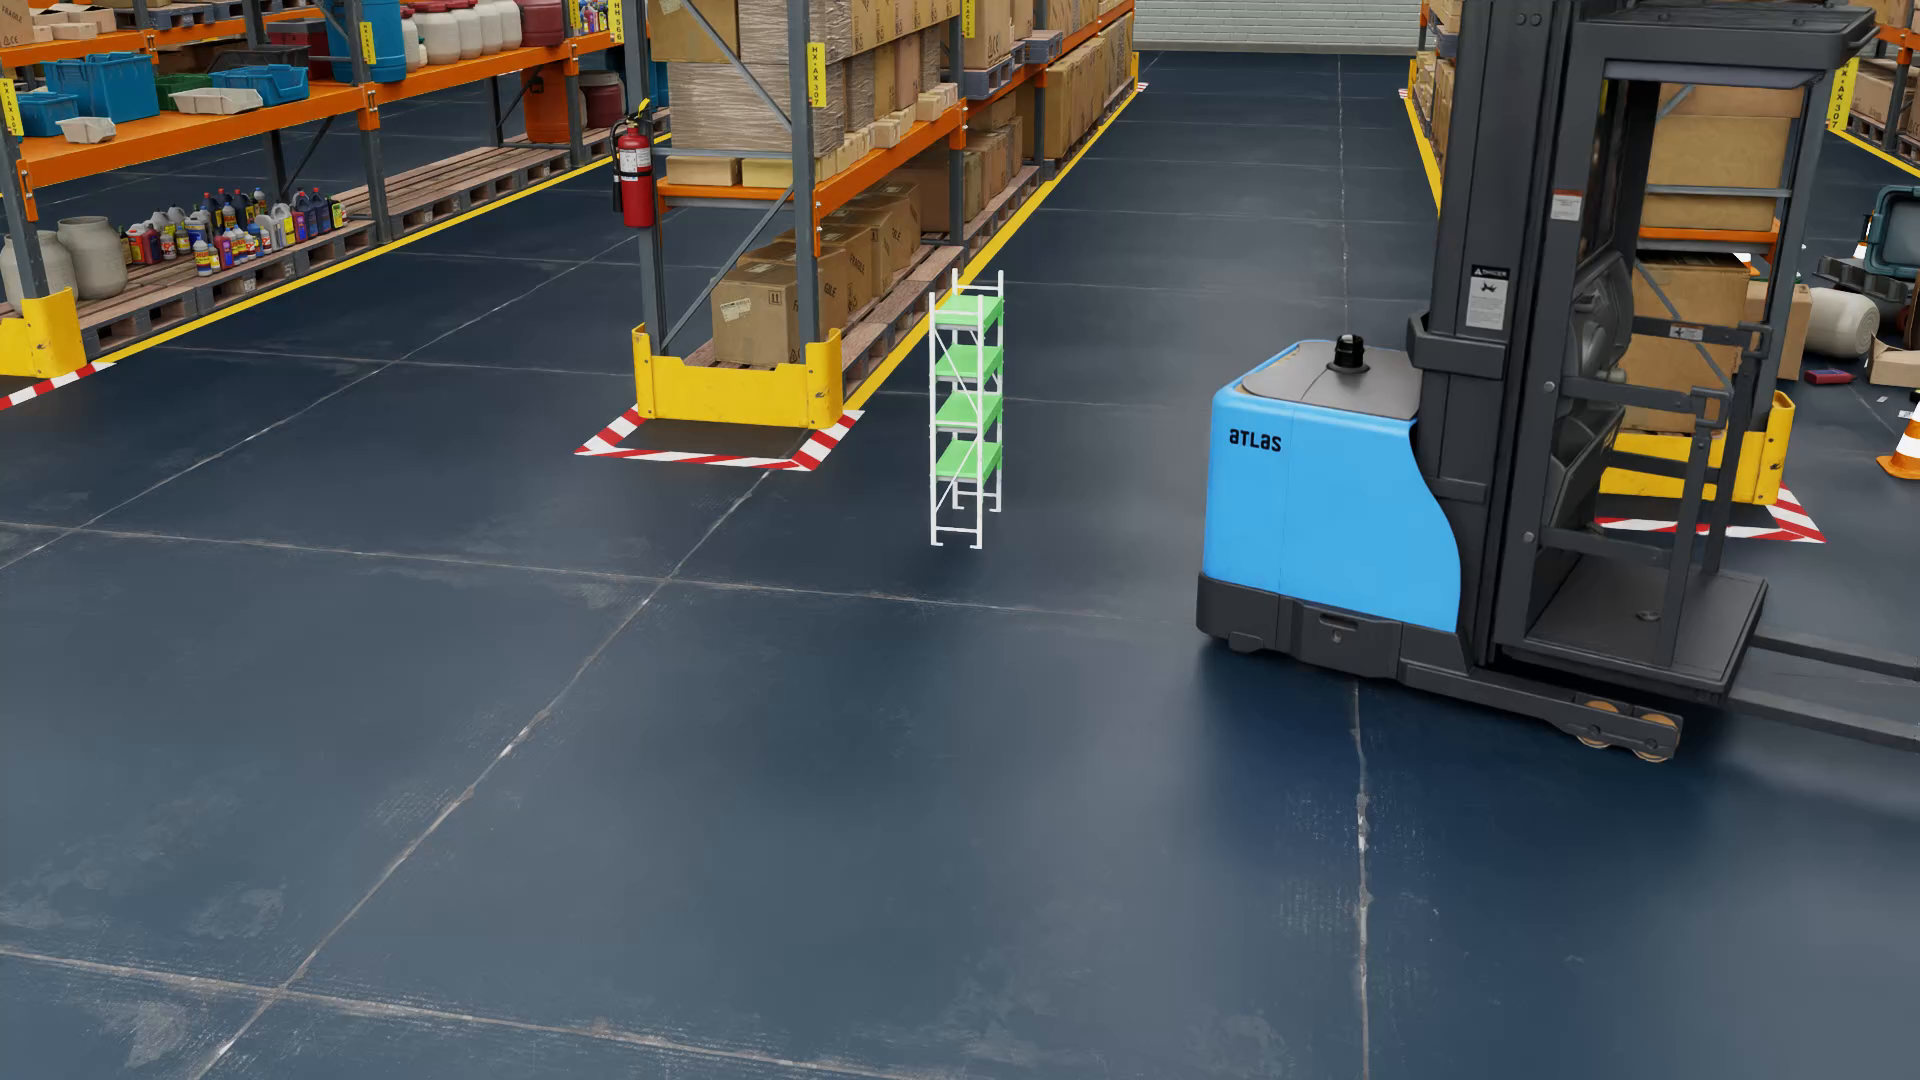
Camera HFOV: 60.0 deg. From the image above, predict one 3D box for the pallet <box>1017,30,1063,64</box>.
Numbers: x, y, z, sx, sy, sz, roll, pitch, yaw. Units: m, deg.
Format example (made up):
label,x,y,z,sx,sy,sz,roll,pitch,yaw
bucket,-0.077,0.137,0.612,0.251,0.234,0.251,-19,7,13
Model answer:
label,x,y,z,sx,sy,sz,roll,pitch,yaw
pallet,0.302,-4.660,15.666,1.213,0.211,1.003,4,22,11

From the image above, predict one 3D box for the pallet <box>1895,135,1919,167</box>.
label,x,y,z,sx,sy,sz,roll,pitch,yaw
pallet,10.777,-4.144,17.860,1.003,0.211,1.213,4,22,11

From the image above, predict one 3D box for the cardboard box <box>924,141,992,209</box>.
label,x,y,z,sx,sy,sz,roll,pitch,yaw
cardboard box,-0.098,-3.200,14.541,0.700,0.500,0.500,3,22,6

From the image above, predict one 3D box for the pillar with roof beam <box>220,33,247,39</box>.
label,x,y,z,sx,sy,sz,roll,pitch,yaw
pillar with roof beam,-8.654,-12.584,27.055,9.100,9.000,0.400,4,22,11

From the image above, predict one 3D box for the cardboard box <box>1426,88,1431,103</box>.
label,x,y,z,sx,sy,sz,roll,pitch,yaw
cardboard box,5.790,-5.315,19.892,0.380,0.149,0.250,3,22,8

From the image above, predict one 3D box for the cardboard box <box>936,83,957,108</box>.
label,x,y,z,sx,sy,sz,roll,pitch,yaw
cardboard box,-0.229,-3.337,12.462,0.380,0.149,0.250,4,22,11

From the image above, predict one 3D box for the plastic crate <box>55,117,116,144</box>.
label,x,y,z,sx,sy,sz,roll,pitch,yaw
plastic crate,-5.641,-2.650,10.772,0.298,0.136,0.250,4,22,11

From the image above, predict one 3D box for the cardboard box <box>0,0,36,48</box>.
label,x,y,z,sx,sy,sz,roll,pitch,yaw
cardboard box,-9.681,-5.206,16.631,0.500,0.500,0.500,3,22,8

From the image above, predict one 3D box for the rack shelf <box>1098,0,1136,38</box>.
label,x,y,z,sx,sy,sz,roll,pitch,yaw
rack shelf,1.567,-6.879,21.881,1.077,0.370,4.000,4,22,11

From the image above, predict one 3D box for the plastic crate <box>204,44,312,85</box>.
label,x,y,z,sx,sy,sz,roll,pitch,yaw
plastic crate,-5.553,-3.722,13.163,0.767,0.338,0.504,4,22,11

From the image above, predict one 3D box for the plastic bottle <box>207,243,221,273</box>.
label,x,y,z,sx,sy,sz,roll,pitch,yaw
plastic bottle,-5.442,-2.053,12.093,0.097,0.201,0.097,0,22,0

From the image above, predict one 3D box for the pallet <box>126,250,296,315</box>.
label,x,y,z,sx,sy,sz,roll,pitch,yaw
pallet,-5.747,-1.949,12.411,1.003,0.211,1.213,4,22,11

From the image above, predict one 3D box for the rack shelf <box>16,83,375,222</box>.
label,x,y,z,sx,sy,sz,roll,pitch,yaw
rack shelf,-5.730,-2.867,11.921,1.077,0.370,4.000,4,22,11

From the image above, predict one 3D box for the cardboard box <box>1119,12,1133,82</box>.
label,x,y,z,sx,sy,sz,roll,pitch,yaw
cardboard box,1.923,-6.913,23.285,0.875,0.875,0.875,4,22,11

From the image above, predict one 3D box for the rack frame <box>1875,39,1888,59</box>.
label,x,y,z,sx,sy,sz,roll,pitch,yaw
rack frame,11.677,-7.188,21.687,1.000,3.000,0.127,4,22,11

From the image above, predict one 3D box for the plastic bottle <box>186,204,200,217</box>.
label,x,y,z,sx,sy,sz,roll,pitch,yaw
plastic bottle,-6.006,-2.487,13.060,0.061,0.283,0.133,5,23,13

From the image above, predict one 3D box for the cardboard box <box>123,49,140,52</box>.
label,x,y,z,sx,sy,sz,roll,pitch,yaw
cardboard box,-12.821,-7.481,25.198,0.700,0.500,0.500,4,22,9

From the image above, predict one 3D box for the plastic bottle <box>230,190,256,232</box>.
label,x,y,z,sx,sy,sz,roll,pitch,yaw
plastic bottle,-5.752,-2.633,13.334,0.144,0.351,0.185,4,22,11

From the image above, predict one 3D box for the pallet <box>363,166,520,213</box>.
label,x,y,z,sx,sy,sz,roll,pitch,yaw
pallet,-4.953,-3.377,15.956,1.003,0.211,1.213,4,22,11

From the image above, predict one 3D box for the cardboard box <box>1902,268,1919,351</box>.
label,x,y,z,sx,sy,sz,roll,pitch,yaw
cardboard box,6.475,-1.420,10.523,0.797,0.637,0.503,4,22,11

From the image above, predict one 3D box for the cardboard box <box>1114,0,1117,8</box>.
label,x,y,z,sx,sy,sz,roll,pitch,yaw
cardboard box,1.809,-6.921,21.360,0.380,0.149,0.250,5,22,12

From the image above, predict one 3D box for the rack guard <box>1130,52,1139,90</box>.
label,x,y,z,sx,sy,sz,roll,pitch,yaw
rack guard,1.980,-6.793,24.051,1.175,0.500,0.348,4,22,11

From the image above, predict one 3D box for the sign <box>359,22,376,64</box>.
label,x,y,z,sx,sy,sz,roll,pitch,yaw
sign,-4.786,-4.015,13.437,0.100,0.325,0.005,4,22,11

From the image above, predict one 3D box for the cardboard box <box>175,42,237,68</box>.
label,x,y,z,sx,sy,sz,roll,pitch,yaw
cardboard box,-9.181,-5.922,20.296,0.500,0.250,0.500,4,22,10

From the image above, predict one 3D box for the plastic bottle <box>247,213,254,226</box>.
label,x,y,z,sx,sy,sz,roll,pitch,yaw
plastic bottle,-5.418,-2.380,12.794,0.061,0.283,0.133,4,22,11

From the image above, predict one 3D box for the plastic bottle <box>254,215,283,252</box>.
label,x,y,z,sx,sy,sz,roll,pitch,yaw
plastic bottle,-5.313,-2.368,12.776,0.152,0.276,0.135,5,22,12

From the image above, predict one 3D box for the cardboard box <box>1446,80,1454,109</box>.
label,x,y,z,sx,sy,sz,roll,pitch,yaw
cardboard box,5.153,-4.442,16.647,0.500,0.250,0.500,5,22,12

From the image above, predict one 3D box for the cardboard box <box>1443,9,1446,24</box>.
label,x,y,z,sx,sy,sz,roll,pitch,yaw
cardboard box,4.987,-5.172,16.455,0.380,0.149,0.250,4,22,10

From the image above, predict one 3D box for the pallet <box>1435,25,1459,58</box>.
label,x,y,z,sx,sy,sz,roll,pitch,yaw
pallet,5.219,-4.783,15.970,1.213,0.211,1.003,4,22,11

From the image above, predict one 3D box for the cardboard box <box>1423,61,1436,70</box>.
label,x,y,z,sx,sy,sz,roll,pitch,yaw
cardboard box,6.122,-6.028,21.265,0.380,0.149,0.250,5,22,12

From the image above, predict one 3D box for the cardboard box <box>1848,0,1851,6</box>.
label,x,y,z,sx,sy,sz,roll,pitch,yaw
cardboard box,11.100,-6.709,20.363,0.500,0.500,0.500,4,22,11

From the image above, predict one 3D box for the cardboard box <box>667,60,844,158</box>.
label,x,y,z,sx,sy,sz,roll,pitch,yaw
cardboard box,-1.150,-2.476,9.453,0.875,0.500,0.500,4,22,11

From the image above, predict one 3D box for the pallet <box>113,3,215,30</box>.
label,x,y,z,sx,sy,sz,roll,pitch,yaw
pallet,-9.285,-5.939,18.841,1.213,0.211,1.003,4,22,11

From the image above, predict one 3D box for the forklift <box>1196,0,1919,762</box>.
label,x,y,z,sx,sy,sz,roll,pitch,yaw
forklift,2.487,-0.799,5.913,3.031,2.935,1.130,13,25,29

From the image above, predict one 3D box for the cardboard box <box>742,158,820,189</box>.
label,x,y,z,sx,sy,sz,roll,pitch,yaw
cardboard box,-0.998,-2.062,9.294,0.380,0.149,0.250,4,22,11

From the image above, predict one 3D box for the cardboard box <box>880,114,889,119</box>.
label,x,y,z,sx,sy,sz,roll,pitch,yaw
cardboard box,-0.676,-2.704,10.890,0.380,0.149,0.250,4,22,11

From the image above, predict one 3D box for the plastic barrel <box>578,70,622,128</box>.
label,x,y,z,sx,sy,sz,roll,pitch,yaw
plastic barrel,-4.192,-5.065,19.080,0.600,0.588,0.708,4,22,11

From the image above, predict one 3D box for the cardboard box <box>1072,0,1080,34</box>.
label,x,y,z,sx,sy,sz,roll,pitch,yaw
cardboard box,1.016,-5.780,18.057,0.500,0.500,0.500,5,22,11

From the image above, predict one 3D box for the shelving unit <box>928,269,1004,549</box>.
label,x,y,z,sx,sy,sz,roll,pitch,yaw
shelving unit,0.034,-0.617,7.780,0.258,1.200,0.503,4,22,11

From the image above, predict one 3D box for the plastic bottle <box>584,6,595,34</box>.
label,x,y,z,sx,sy,sz,roll,pitch,yaw
plastic bottle,-3.989,-5.592,17.879,0.061,0.283,0.133,4,22,11

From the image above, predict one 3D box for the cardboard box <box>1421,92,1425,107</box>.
label,x,y,z,sx,sy,sz,roll,pitch,yaw
cardboard box,5.952,-5.486,20.714,0.380,0.149,0.250,4,22,11

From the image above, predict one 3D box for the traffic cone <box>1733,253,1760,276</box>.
label,x,y,z,sx,sy,sz,roll,pitch,yaw
traffic cone,6.114,-2.339,13.041,0.336,0.463,0.334,4,22,11

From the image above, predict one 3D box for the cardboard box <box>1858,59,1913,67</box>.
label,x,y,z,sx,sy,sz,roll,pitch,yaw
cardboard box,11.640,-5.946,21.469,0.875,0.438,0.875,4,22,9

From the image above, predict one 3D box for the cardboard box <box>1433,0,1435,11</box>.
label,x,y,z,sx,sy,sz,roll,pitch,yaw
cardboard box,5.358,-5.842,18.118,0.380,0.149,0.250,5,22,11

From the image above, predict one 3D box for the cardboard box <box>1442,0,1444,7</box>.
label,x,y,z,sx,sy,sz,roll,pitch,yaw
cardboard box,5.041,-5.411,16.650,0.380,0.149,0.250,4,22,11

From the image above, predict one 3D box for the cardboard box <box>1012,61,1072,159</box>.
label,x,y,z,sx,sy,sz,roll,pitch,yaw
cardboard box,0.504,-4.478,17.239,1.225,0.875,0.875,3,22,8

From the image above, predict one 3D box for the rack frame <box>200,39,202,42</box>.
label,x,y,z,sx,sy,sz,roll,pitch,yaw
rack frame,-12.572,-9.076,26.375,1.000,3.000,0.127,4,22,11

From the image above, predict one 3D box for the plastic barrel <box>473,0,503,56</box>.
label,x,y,z,sx,sy,sz,roll,pitch,yaw
plastic barrel,-4.593,-4.901,15.857,0.421,0.512,0.421,0,22,0

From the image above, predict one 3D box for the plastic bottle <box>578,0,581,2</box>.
label,x,y,z,sx,sy,sz,roll,pitch,yaw
plastic bottle,-4.444,-6.195,19.392,0.097,0.271,0.097,0,22,0

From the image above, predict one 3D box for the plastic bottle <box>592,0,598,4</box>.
label,x,y,z,sx,sy,sz,roll,pitch,yaw
plastic bottle,-4.346,-6.322,19.702,0.152,0.276,0.135,4,22,11

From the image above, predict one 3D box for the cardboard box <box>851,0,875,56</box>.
label,x,y,z,sx,sy,sz,roll,pitch,yaw
cardboard box,-0.802,-3.103,9.673,0.500,0.500,0.500,4,22,11

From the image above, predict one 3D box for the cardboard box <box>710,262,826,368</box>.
label,x,y,z,sx,sy,sz,roll,pitch,yaw
cardboard box,-1.146,-1.355,9.986,0.500,0.500,0.500,9,24,21
